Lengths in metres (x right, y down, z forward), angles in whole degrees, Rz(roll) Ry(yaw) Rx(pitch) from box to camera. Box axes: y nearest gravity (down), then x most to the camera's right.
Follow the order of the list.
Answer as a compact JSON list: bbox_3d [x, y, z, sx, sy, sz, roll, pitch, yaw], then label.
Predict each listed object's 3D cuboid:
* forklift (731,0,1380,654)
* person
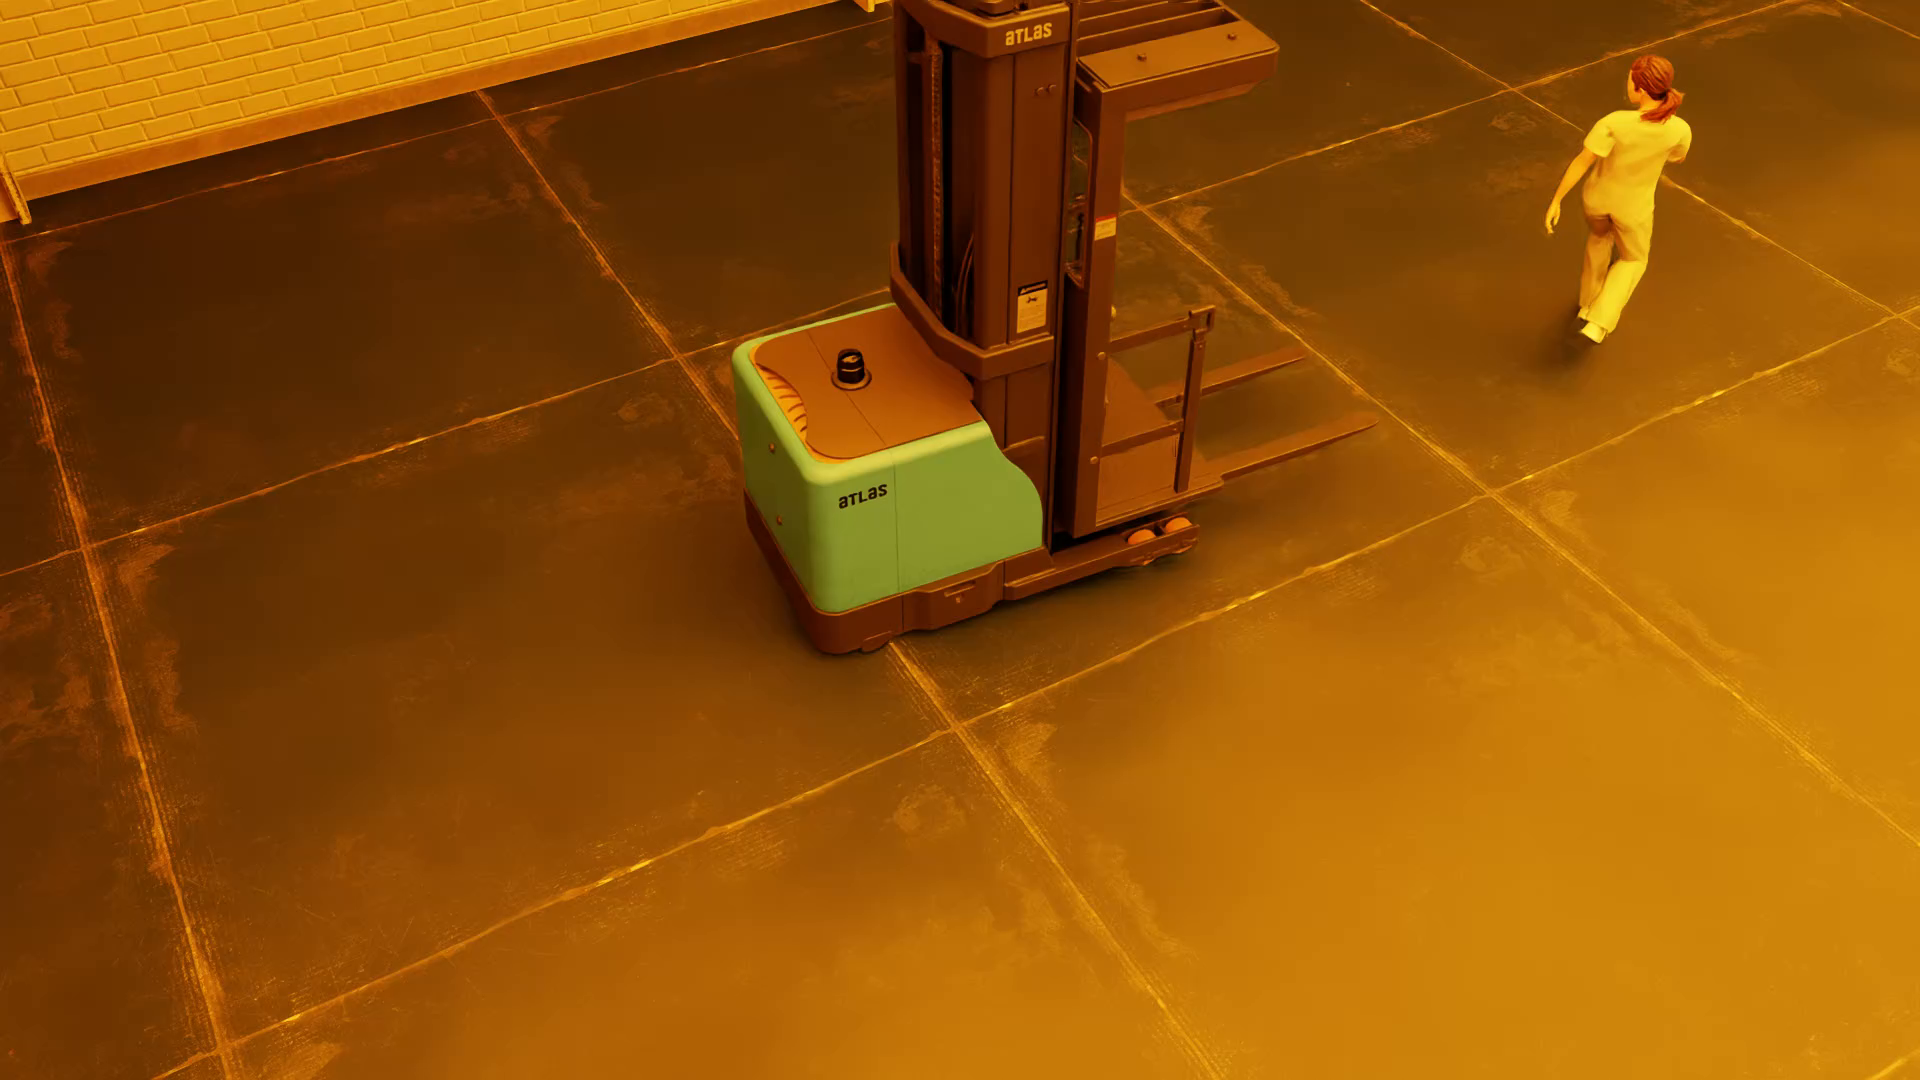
[{"bbox_3d":[0.553,-1.265,7.062,3.031,2.935,1.130,-18,46,-18],"label":"forklift"},{"bbox_3d":[3.383,-1.763,8.589,0.522,1.604,0.711,23,48,23],"label":"person"}]
